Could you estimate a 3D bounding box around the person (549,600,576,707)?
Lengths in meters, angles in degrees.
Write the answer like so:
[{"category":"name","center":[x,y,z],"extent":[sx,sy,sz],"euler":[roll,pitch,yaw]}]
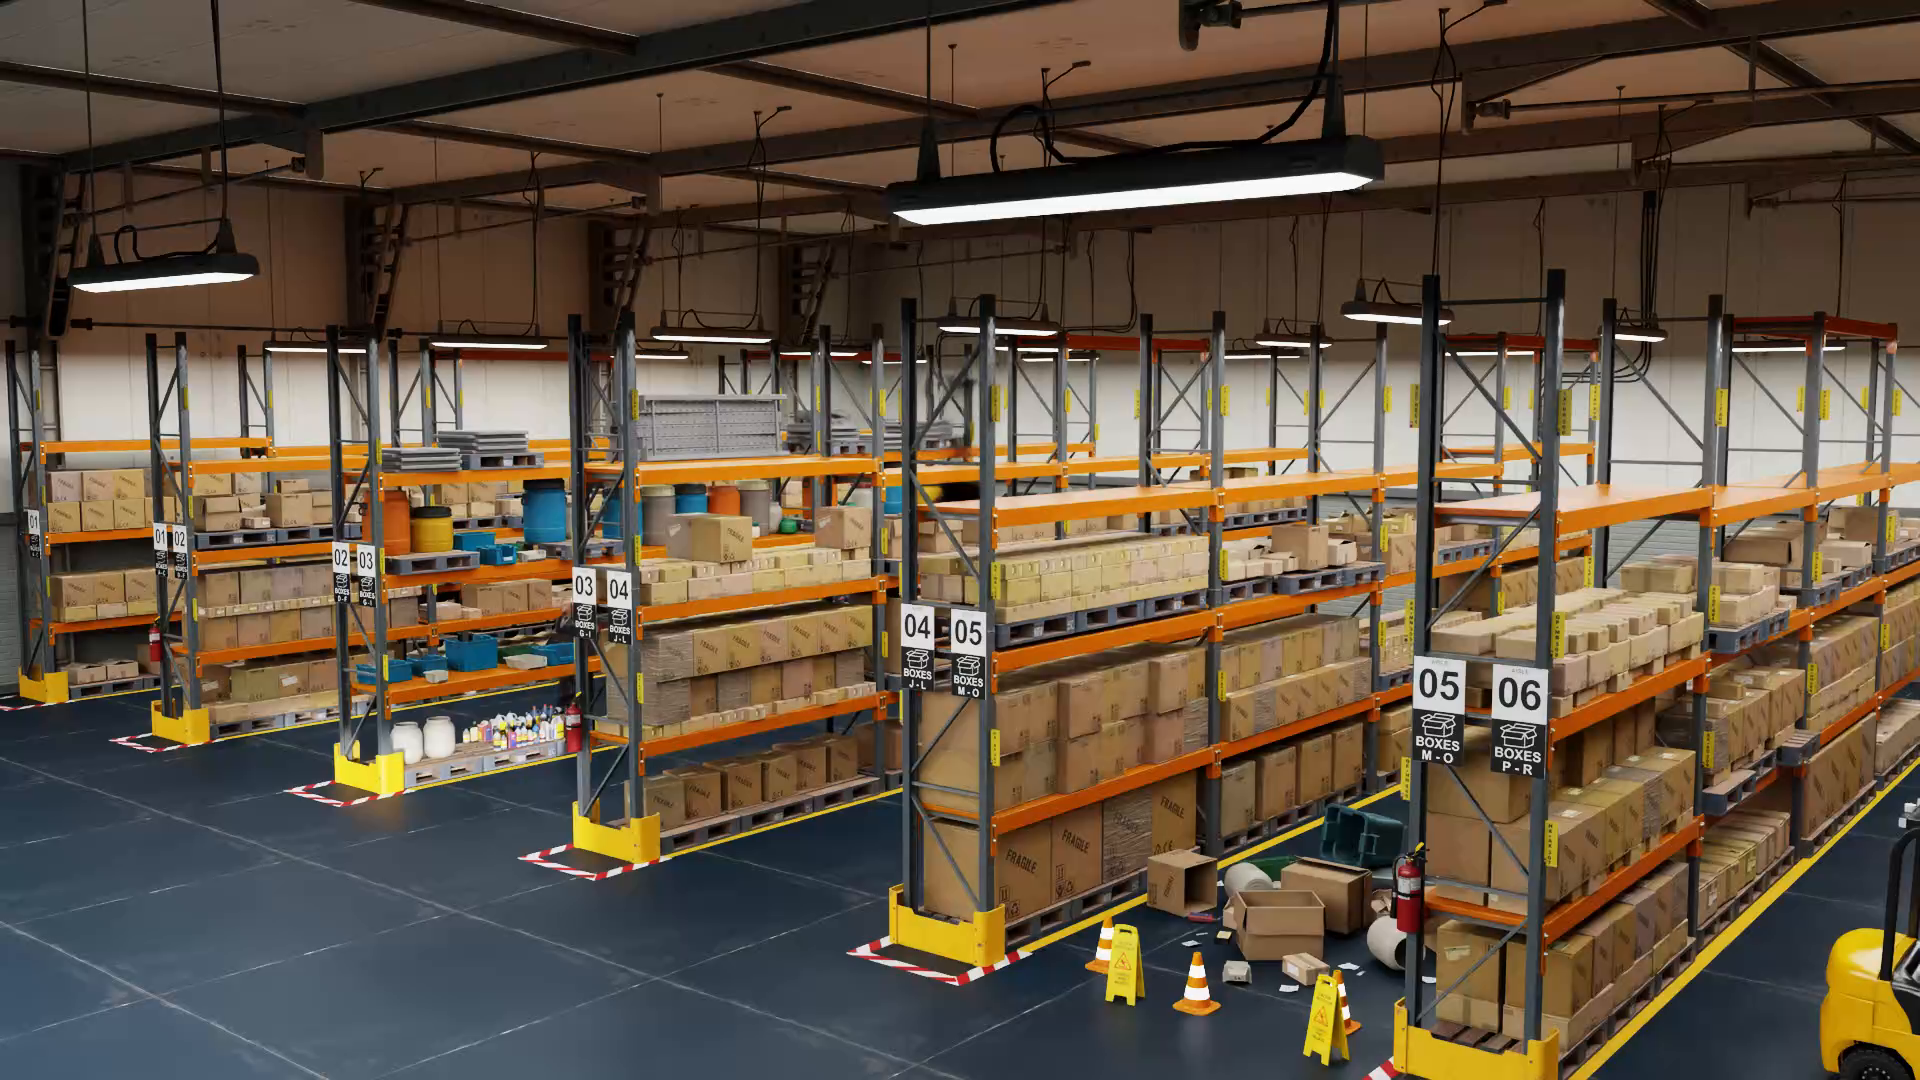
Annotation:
[{"category":"person","center":[-6.449,1.864,27.452],"extent":[0.658,1.756,0.753],"euler":[4,6,34]}]
